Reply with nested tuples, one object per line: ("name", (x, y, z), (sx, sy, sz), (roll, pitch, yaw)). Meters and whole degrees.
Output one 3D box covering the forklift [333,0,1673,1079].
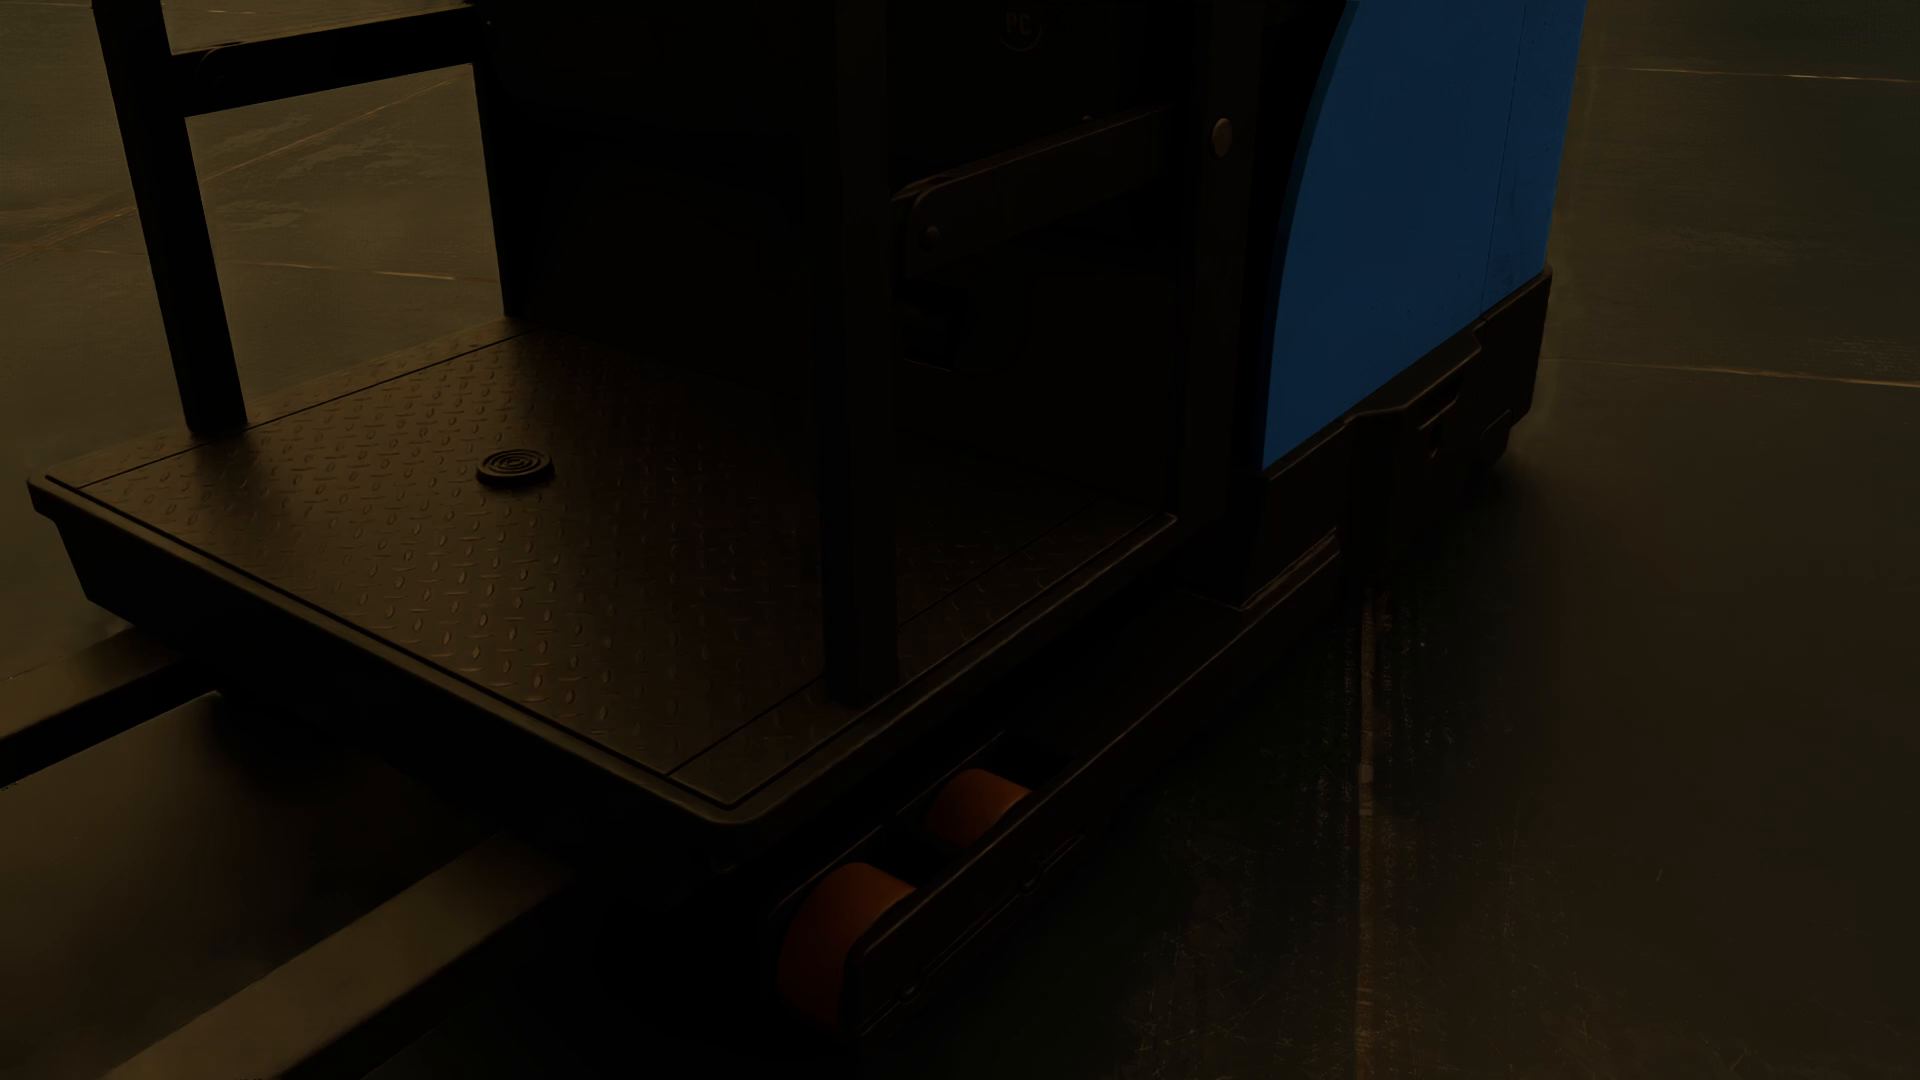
("forklift", (0.034, -1.029, 1.285), (1.130, 2.935, 3.031), (1, 27, 1))
